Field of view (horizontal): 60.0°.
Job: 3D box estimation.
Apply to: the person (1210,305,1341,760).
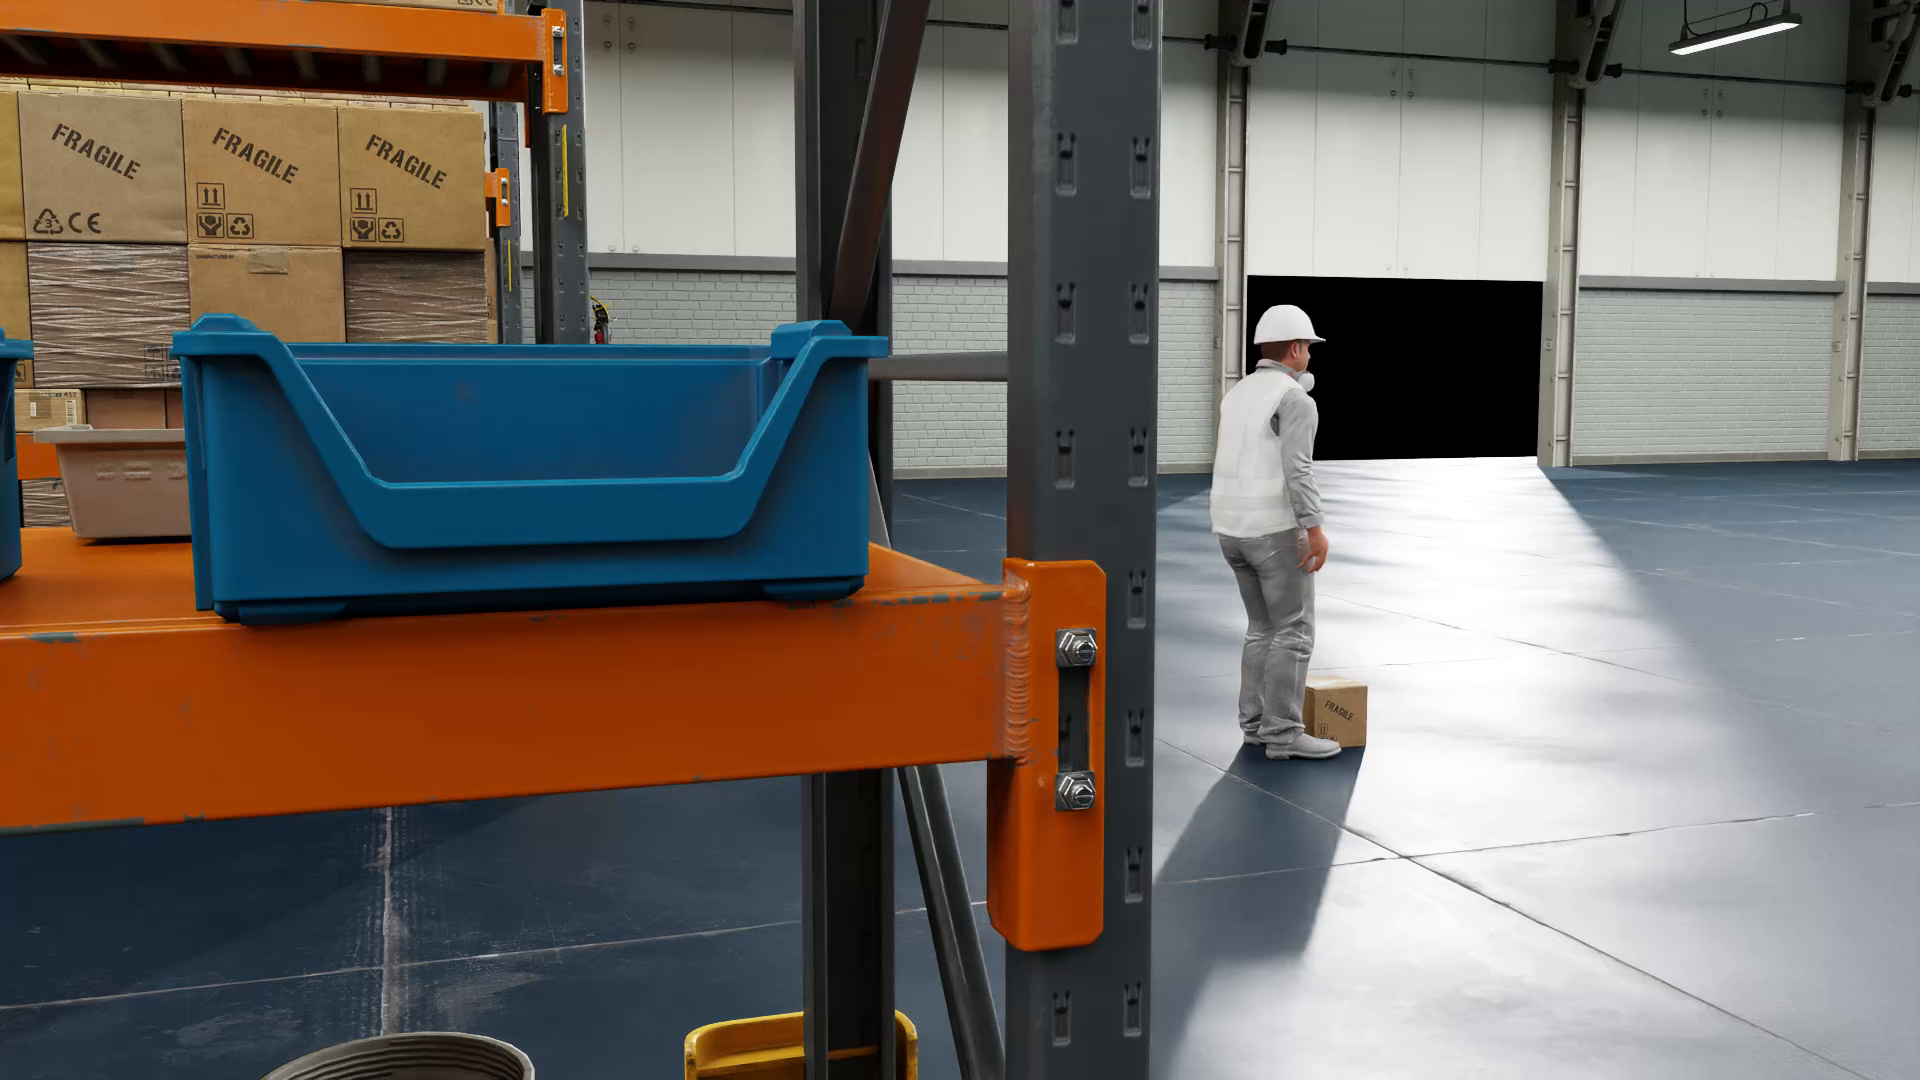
[{"bbox_3d":[1.248,-0.045,6.644,0.466,1.770,0.591,-2,6,-21],"label":"person"}]
